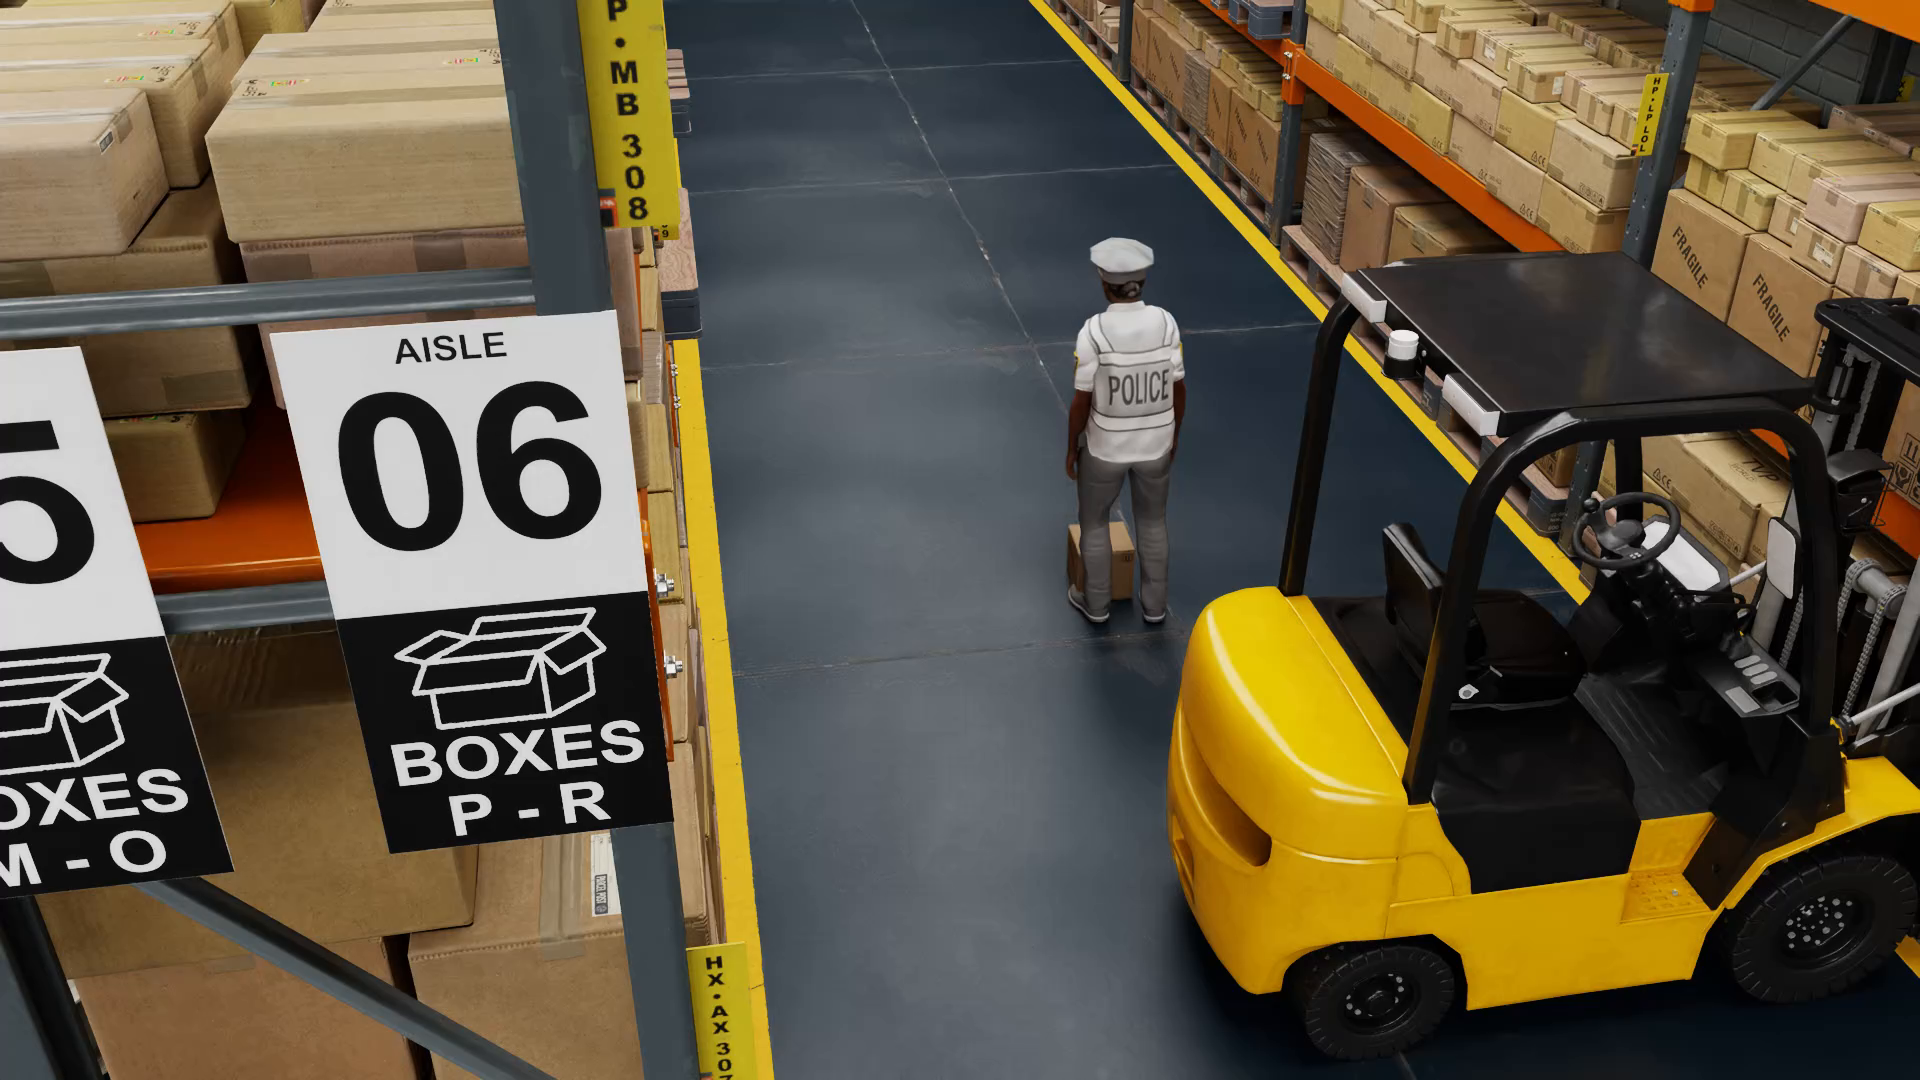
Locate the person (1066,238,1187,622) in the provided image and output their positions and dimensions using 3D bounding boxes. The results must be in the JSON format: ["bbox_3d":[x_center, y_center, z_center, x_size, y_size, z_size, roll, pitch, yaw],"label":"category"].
[{"bbox_3d":[0.671,-0.396,6.798,0.513,1.656,0.426,-7,31,-11],"label":"person"}]
